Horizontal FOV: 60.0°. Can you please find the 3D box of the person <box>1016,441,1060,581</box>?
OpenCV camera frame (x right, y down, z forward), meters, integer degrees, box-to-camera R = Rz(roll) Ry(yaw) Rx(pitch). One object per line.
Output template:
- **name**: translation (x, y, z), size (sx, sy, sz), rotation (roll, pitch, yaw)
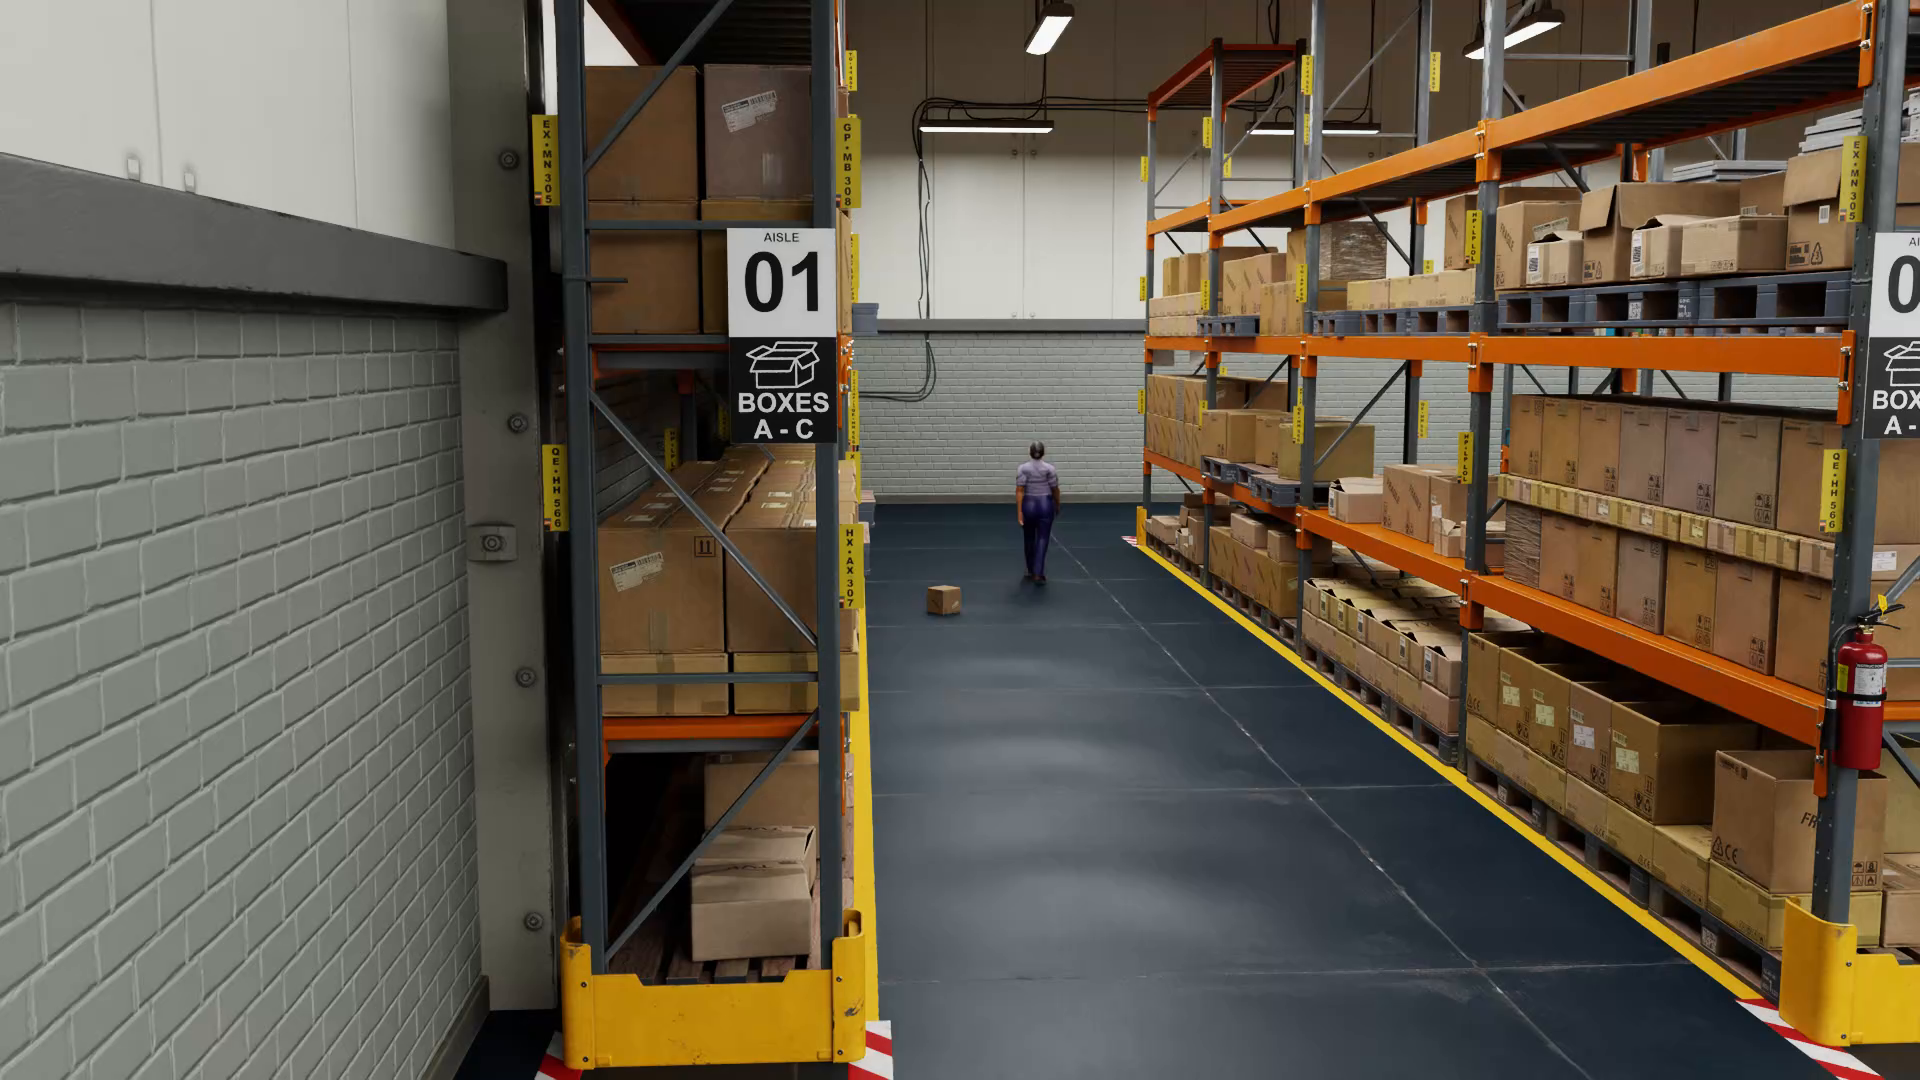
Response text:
- **person**: translation (0.915, -0.350, 19.145), size (0.477, 1.573, 0.975), rotation (2, 7, 14)
